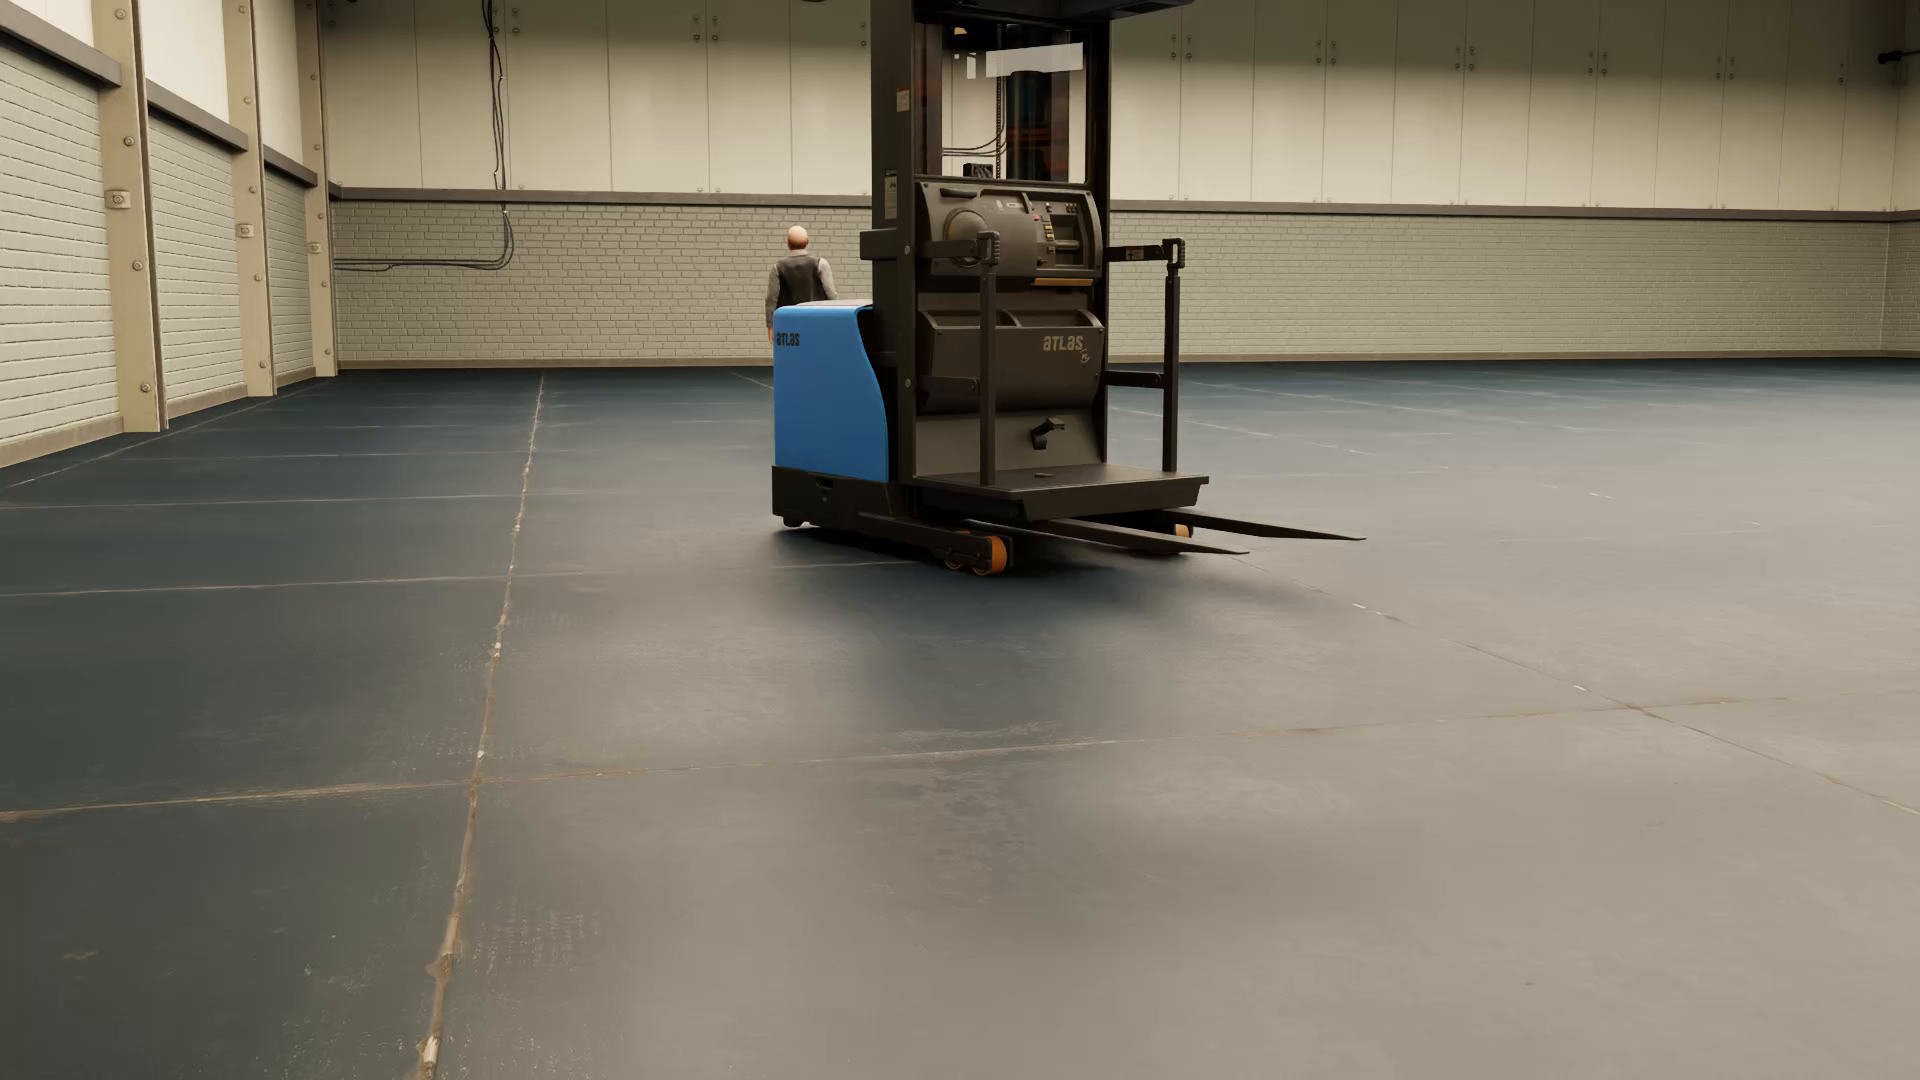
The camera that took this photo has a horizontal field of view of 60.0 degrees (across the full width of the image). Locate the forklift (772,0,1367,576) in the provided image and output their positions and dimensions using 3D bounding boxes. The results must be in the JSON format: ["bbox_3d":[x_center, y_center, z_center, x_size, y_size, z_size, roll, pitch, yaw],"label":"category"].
[{"bbox_3d":[0.355,-1.383,7.015,1.130,2.935,3.031,-6,10,-35],"label":"forklift"}]

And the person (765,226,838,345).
[{"bbox_3d":[-1.299,-1.741,13.876,0.631,1.720,0.568,0,8,-1],"label":"person"}]
